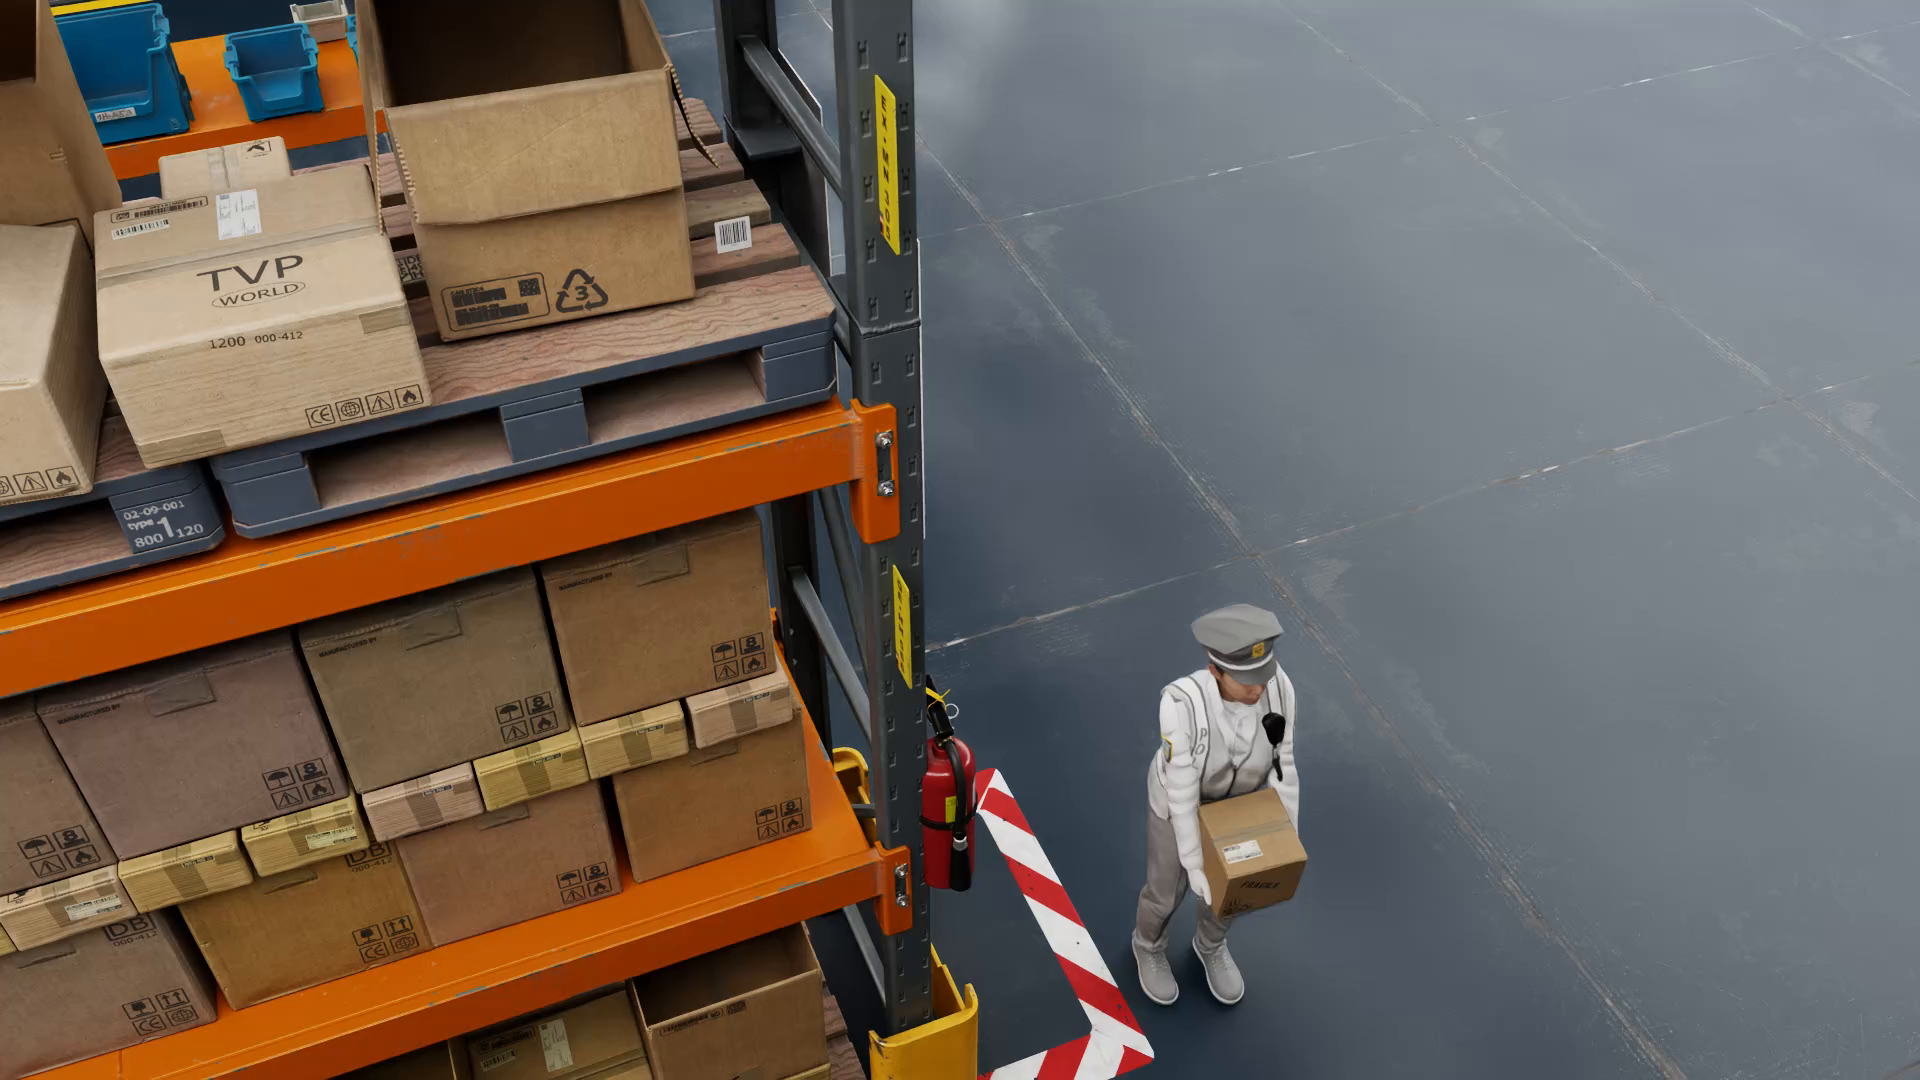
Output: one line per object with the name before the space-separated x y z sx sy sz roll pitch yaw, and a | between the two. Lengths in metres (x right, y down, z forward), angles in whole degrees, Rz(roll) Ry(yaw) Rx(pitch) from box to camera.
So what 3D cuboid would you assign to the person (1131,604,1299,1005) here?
person | 0.811 0.890 5.164 0.416 1.682 0.521 -11 43 -12
